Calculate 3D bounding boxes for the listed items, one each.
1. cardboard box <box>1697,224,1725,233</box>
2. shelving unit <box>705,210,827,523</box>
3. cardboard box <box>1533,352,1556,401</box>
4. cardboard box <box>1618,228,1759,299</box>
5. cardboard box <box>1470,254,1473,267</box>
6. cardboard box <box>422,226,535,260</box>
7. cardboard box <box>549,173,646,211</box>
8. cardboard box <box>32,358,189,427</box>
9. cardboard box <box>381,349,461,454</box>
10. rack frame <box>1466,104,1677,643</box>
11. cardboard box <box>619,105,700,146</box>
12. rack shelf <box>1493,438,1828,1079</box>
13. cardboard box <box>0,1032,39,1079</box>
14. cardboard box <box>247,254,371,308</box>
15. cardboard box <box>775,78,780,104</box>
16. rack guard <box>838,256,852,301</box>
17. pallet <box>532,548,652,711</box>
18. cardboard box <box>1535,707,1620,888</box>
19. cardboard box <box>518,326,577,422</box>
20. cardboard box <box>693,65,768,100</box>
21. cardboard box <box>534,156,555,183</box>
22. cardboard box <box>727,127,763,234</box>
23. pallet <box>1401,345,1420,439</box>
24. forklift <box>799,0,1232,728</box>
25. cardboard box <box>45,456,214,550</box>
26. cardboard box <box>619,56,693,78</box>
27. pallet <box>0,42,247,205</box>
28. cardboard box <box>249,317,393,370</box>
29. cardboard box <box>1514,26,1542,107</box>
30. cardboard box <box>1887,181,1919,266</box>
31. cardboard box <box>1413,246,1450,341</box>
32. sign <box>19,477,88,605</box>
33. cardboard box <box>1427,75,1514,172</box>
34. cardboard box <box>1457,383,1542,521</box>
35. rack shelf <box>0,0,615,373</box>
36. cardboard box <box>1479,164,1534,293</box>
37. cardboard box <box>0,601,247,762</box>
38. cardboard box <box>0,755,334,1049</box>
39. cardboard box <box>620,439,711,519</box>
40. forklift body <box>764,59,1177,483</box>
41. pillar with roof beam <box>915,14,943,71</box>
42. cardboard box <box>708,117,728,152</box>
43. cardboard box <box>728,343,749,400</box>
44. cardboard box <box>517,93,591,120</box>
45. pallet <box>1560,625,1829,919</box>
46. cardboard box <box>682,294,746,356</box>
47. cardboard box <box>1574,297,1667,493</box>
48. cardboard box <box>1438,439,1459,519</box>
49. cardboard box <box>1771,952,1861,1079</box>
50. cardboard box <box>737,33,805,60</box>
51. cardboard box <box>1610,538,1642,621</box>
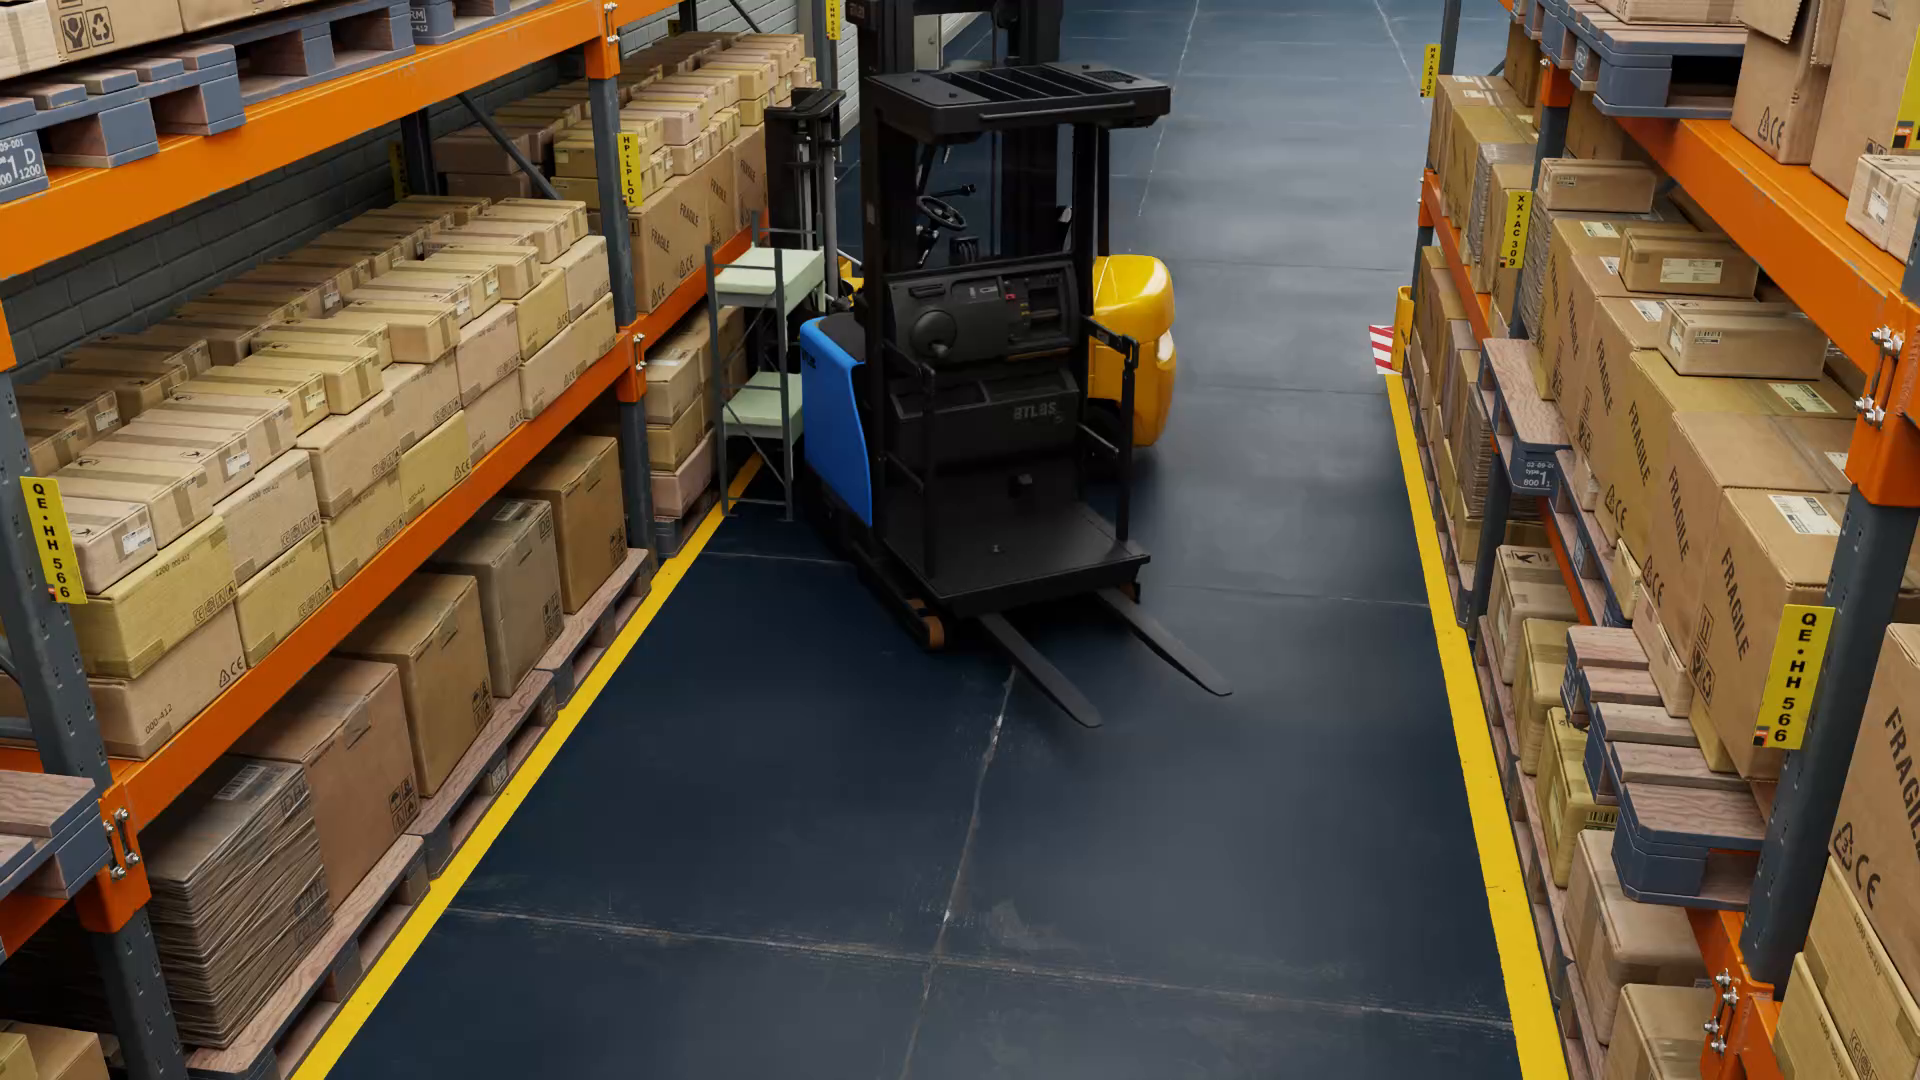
[{"bbox_3d":[2.940,-0.826,6.012,0.500,0.500,0.500,4,25,9],"label":"cardboard box"},{"bbox_3d":[-1.017,-0.946,9.001,0.431,1.500,0.755,5,26,11],"label":"shelving unit"},{"bbox_3d":[2.417,-0.636,6.371,0.380,0.149,0.250,5,25,10],"label":"cardboard box"},{"bbox_3d":[2.367,-0.903,5.411,0.380,0.149,0.250,5,26,11],"label":"cardboard box"},{"bbox_3d":[2.855,-1.444,8.593,0.380,0.149,0.250,4,25,8],"label":"cardboard box"},{"bbox_3d":[-1.982,-1.188,6.866,0.380,0.149,0.250,4,25,8],"label":"cardboard box"},{"bbox_3d":[-1.717,-1.669,7.894,0.380,0.149,0.250,4,25,8],"label":"cardboard box"},{"bbox_3d":[-2.703,-0.464,5.319,0.380,0.149,0.250,4,25,8],"label":"cardboard box"},{"bbox_3d":[-2.124,-0.511,5.891,0.500,0.250,0.500,4,25,9],"label":"cardboard box"},{"bbox_3d":[2.869,-0.872,7.075,1.000,3.000,0.127,4,25,9],"label":"rack frame"},{"bbox_3d":[-1.554,-2.125,8.517,0.380,0.149,0.250,5,25,10],"label":"cardboard box"},{"bbox_3d":[2.542,0.290,5.441,1.077,0.370,4.000,4,25,9],"label":"rack shelf"},{"bbox_3d":[-2.513,1.331,4.057,0.380,0.149,0.250,3,25,6],"label":"cardboard box"},{"bbox_3d":[-2.522,-0.998,6.461,0.380,0.149,0.250,4,25,8],"label":"cardboard box"},{"bbox_3d":[-1.322,-2.746,10.195,0.380,0.149,0.250,4,25,8],"label":"cardboard box"},{"bbox_3d":[-1.371,-1.766,11.932,1.175,0.500,0.348,4,25,9],"label":"rack guard"},{"bbox_3d":[-2.110,0.359,7.734,1.003,0.211,1.213,4,25,9],"label":"pallet"},{"bbox_3d":[2.560,0.939,5.810,0.950,0.372,0.625,5,26,10],"label":"cardboard box"},{"bbox_3d":[-1.929,-0.707,6.899,0.500,0.250,0.500,4,25,8],"label":"cardboard box"},{"bbox_3d":[-1.335,-2.656,9.653,0.380,0.149,0.250,5,25,10],"label":"cardboard box"},{"bbox_3d":[-2.223,-1.813,8.202,0.380,0.149,0.250,3,25,7],"label":"cardboard box"},{"bbox_3d":[-1.445,-2.067,9.510,0.500,0.500,0.500,4,25,9],"label":"cardboard box"},{"bbox_3d":[3.343,-0.913,10.452,1.003,0.211,1.213,4,25,9],"label":"pallet"},{"bbox_3d":[0.208,-1.022,7.477,1.130,2.935,3.031,-11,27,-22],"label":"forklift"},{"bbox_3d":[-2.297,-0.105,4.554,0.380,0.149,0.250,5,25,10],"label":"cardboard box"},{"bbox_3d":[-1.819,-2.803,9.966,0.380,0.149,0.250,5,26,10],"label":"cardboard box"},{"bbox_3d":[-2.660,-1.105,4.256,1.213,0.211,1.003,5,26,11],"label":"pallet"},{"bbox_3d":[-2.192,-0.650,5.717,0.380,0.149,0.250,4,25,9],"label":"cardboard box"},{"bbox_3d":[3.565,-2.738,9.413,0.700,0.500,0.500,4,25,9],"label":"cardboard box"},{"bbox_3d":[2.060,-0.590,3.231,0.380,0.149,0.250,4,25,9],"label":"cardboard box"},{"bbox_3d":[3.115,-1.502,10.283,0.500,0.500,0.500,3,25,7],"label":"cardboard box"},{"bbox_3d":[-2.145,0.003,3.932,0.100,0.325,0.005,4,25,9],"label":"sign"},{"bbox_3d":[3.172,-2.546,10.183,0.500,0.500,0.500,4,25,8],"label":"cardboard box"},{"bbox_3d":[2.701,-0.423,7.979,0.500,0.500,0.500,4,25,8],"label":"cardboard box"},{"bbox_3d":[-2.355,-1.411,5.536,1.077,0.370,4.000,4,25,9],"label":"rack shelf"},{"bbox_3d":[2.774,-1.471,7.886,0.500,0.500,0.500,5,26,10],"label":"cardboard box"},{"bbox_3d":[-2.369,0.358,4.625,0.500,0.250,0.500,4,25,9],"label":"cardboard box"},{"bbox_3d":[-2.567,1.084,5.202,0.875,0.625,0.625,5,26,10],"label":"cardboard box"},{"bbox_3d":[-1.623,-0.339,8.684,0.500,0.250,0.500,4,25,9],"label":"cardboard box"},{"bbox_3d":[0.115,-1.584,9.596,2.313,2.155,1.214,4,25,9],"label":"forklift body"},{"bbox_3d":[3.830,-10.096,19.705,9.100,9.000,0.400,4,25,9],"label":"pillar with roof beam"},{"bbox_3d":[-1.479,-2.202,9.033,0.380,0.149,0.250,3,25,7],"label":"cardboard box"},{"bbox_3d":[-1.471,-0.987,9.479,0.500,0.250,0.500,4,25,8],"label":"cardboard box"},{"bbox_3d":[-2.121,-2.273,8.833,0.380,0.149,0.250,4,25,8],"label":"cardboard box"},{"bbox_3d":[2.227,0.582,4.194,1.213,0.211,1.003,4,25,9],"label":"pallet"},{"bbox_3d":[-1.476,-1.215,9.376,0.500,0.250,0.500,5,26,10],"label":"cardboard box"},{"bbox_3d":[2.261,-0.435,5.178,0.500,0.500,0.500,3,25,6],"label":"cardboard box"},{"bbox_3d":[2.778,-0.306,8.615,0.500,0.250,0.500,3,25,7],"label":"cardboard box"},{"bbox_3d":[1.887,1.056,3.133,0.500,0.250,0.500,4,25,8],"label":"cardboard box"},{"bbox_3d":[-1.225,-3.197,10.808,0.380,0.149,0.250,4,25,9],"label":"cardboard box"},{"bbox_3d":[2.086,0.124,4.747,0.380,0.149,0.250,4,25,9],"label":"cardboard box"}]
